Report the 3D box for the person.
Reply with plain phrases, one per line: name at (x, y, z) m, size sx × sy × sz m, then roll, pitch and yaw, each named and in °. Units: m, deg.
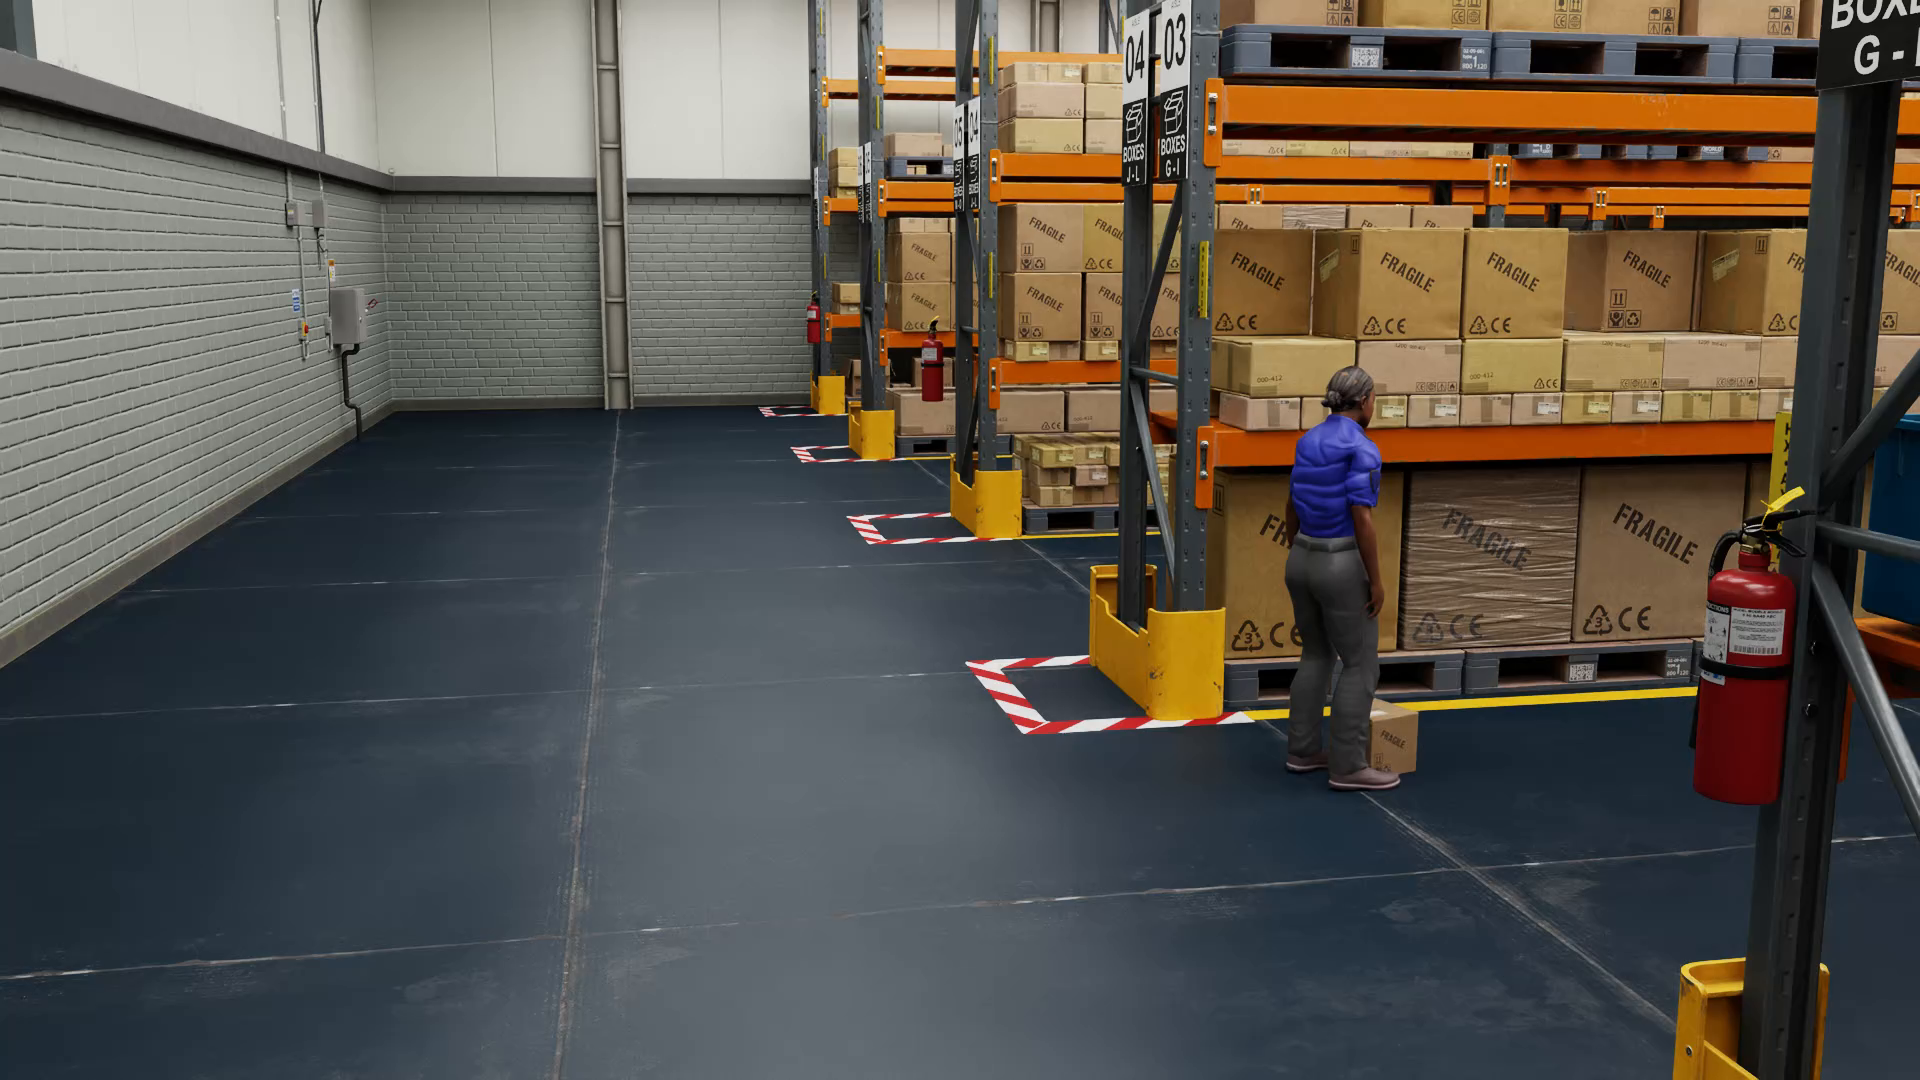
person at (1.497, 0.141, 6.589) m, size 0.349 × 1.653 × 0.520 m, roll -5°, pitch 11°, yaw -27°
